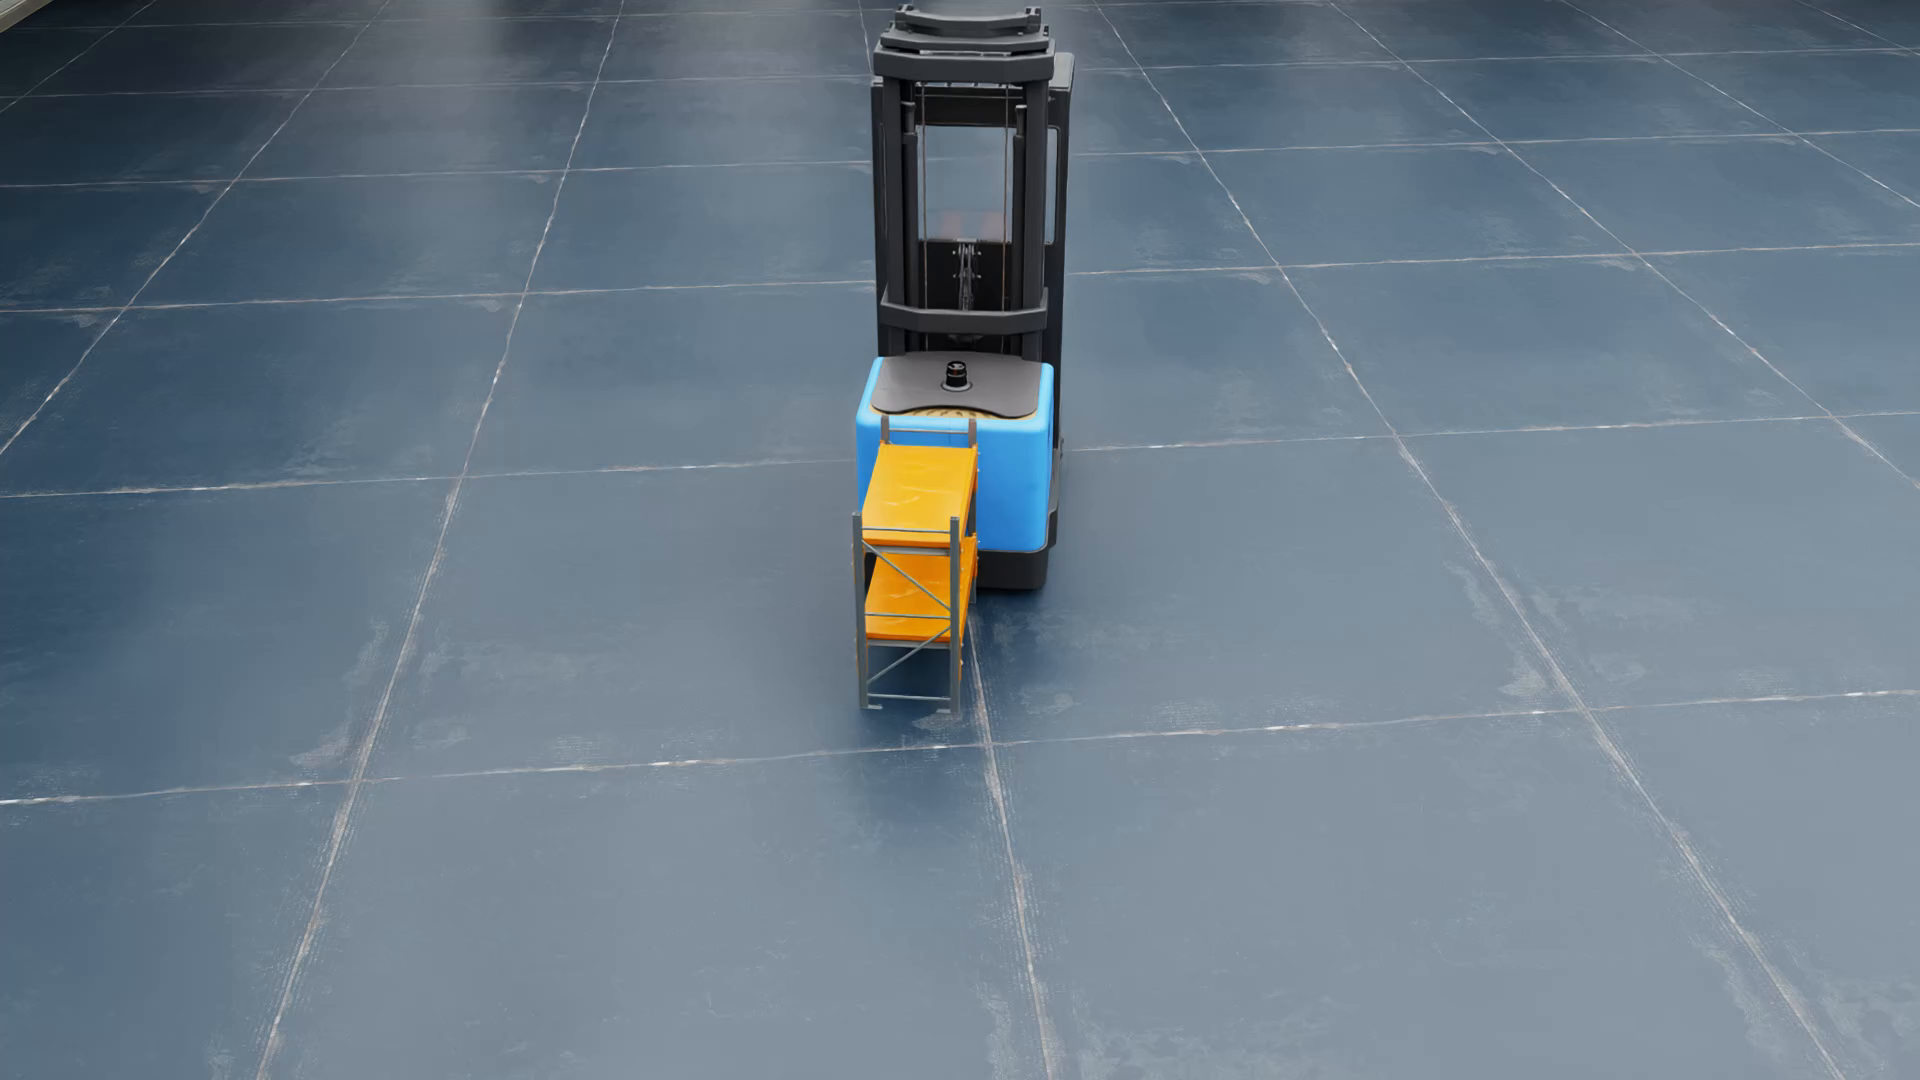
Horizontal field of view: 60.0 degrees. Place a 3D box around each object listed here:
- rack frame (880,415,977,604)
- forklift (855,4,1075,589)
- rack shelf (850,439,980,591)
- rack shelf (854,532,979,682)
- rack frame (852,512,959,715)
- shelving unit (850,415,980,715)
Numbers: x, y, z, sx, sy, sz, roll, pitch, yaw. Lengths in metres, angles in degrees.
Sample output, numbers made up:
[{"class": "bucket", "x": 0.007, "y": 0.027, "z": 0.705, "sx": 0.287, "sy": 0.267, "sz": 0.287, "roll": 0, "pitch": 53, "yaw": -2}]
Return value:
[{"class": "rack frame", "x": -0.163, "y": -0.150, "z": 8.905, "sx": 0.500, "sy": 1.125, "sz": 0.032, "roll": 3, "pitch": 31, "yaw": 4}, {"class": "forklift", "x": 0.080, "y": -1.717, "z": 9.766, "sx": 1.130, "sy": 2.935, "sz": 3.031, "roll": 3, "pitch": 31, "yaw": 4}, {"class": "rack shelf", "x": -0.208, "y": -0.142, "z": 8.320, "sx": 0.538, "sy": 0.278, "sz": 1.000, "roll": 3, "pitch": 31, "yaw": 4}, {"class": "rack shelf", "x": -0.208, "y": 0.319, "z": 8.595, "sx": 0.538, "sy": 0.278, "sz": 1.000, "roll": 3, "pitch": 31, "yaw": 4}, {"class": "rack frame", "x": -0.253, "y": 0.369, "z": 8.035, "sx": 0.500, "sy": 1.125, "sz": 0.032, "roll": 3, "pitch": 31, "yaw": 4}, {"class": "shelving unit", "x": -0.208, "y": 0.109, "z": 8.470, "sx": 0.538, "sy": 1.125, "sz": 1.048, "roll": 3, "pitch": 31, "yaw": 4}]
